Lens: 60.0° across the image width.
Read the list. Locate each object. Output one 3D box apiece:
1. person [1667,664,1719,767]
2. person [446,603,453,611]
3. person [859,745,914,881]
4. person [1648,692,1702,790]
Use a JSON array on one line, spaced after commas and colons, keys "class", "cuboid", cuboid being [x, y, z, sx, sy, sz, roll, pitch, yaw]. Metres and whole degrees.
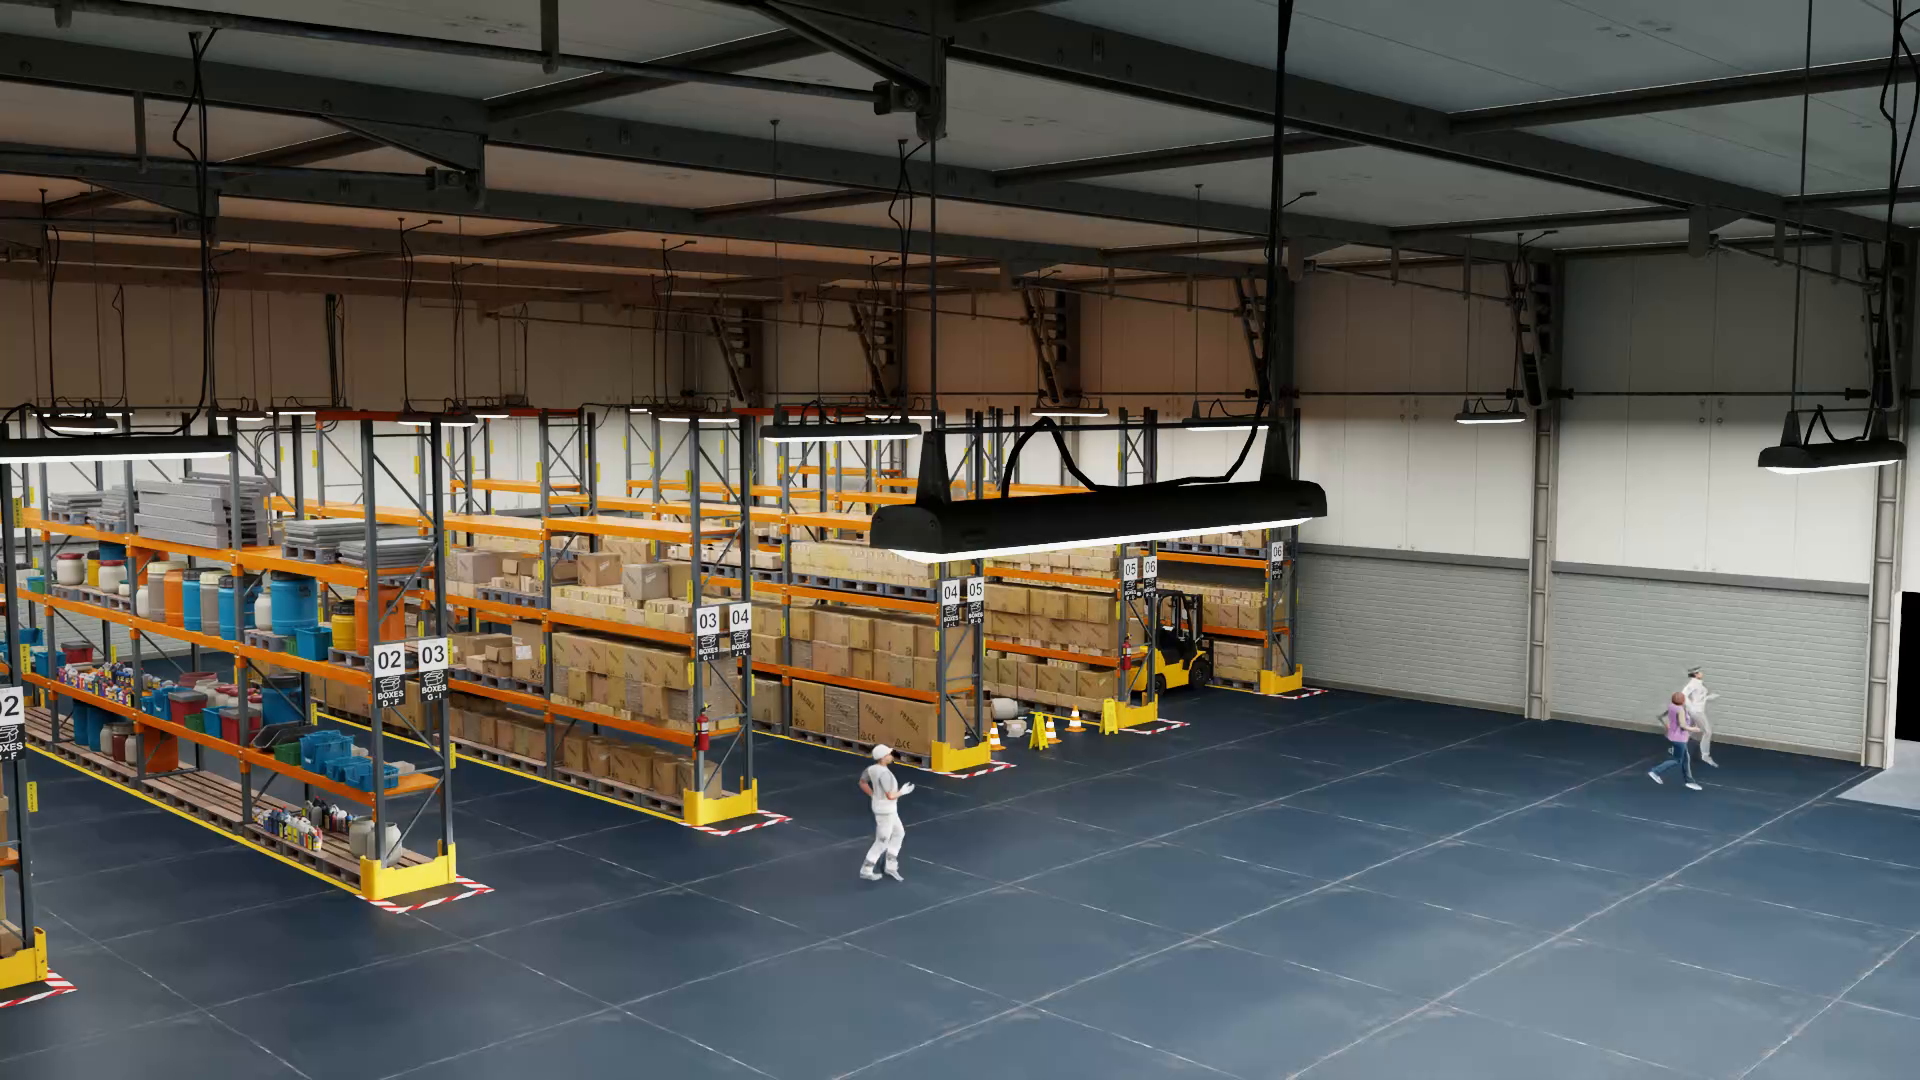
[{"class": "person", "cuboid": [12.521, 2.971, 28.349, 0.769, 1.747, 0.589, 2, 5, 19]}, {"class": "person", "cuboid": [-12.452, 1.910, 40.297, 0.607, 1.760, 0.796, -2, 5, -20]}, {"class": "person", "cuboid": [-0.959, 3.541, 21.439, 0.720, 1.839, 0.631, -1, 5, -14]}, {"class": "person", "cuboid": [11.396, 3.197, 26.451, 0.900, 1.589, 0.554, 0, 5, 0]}]
